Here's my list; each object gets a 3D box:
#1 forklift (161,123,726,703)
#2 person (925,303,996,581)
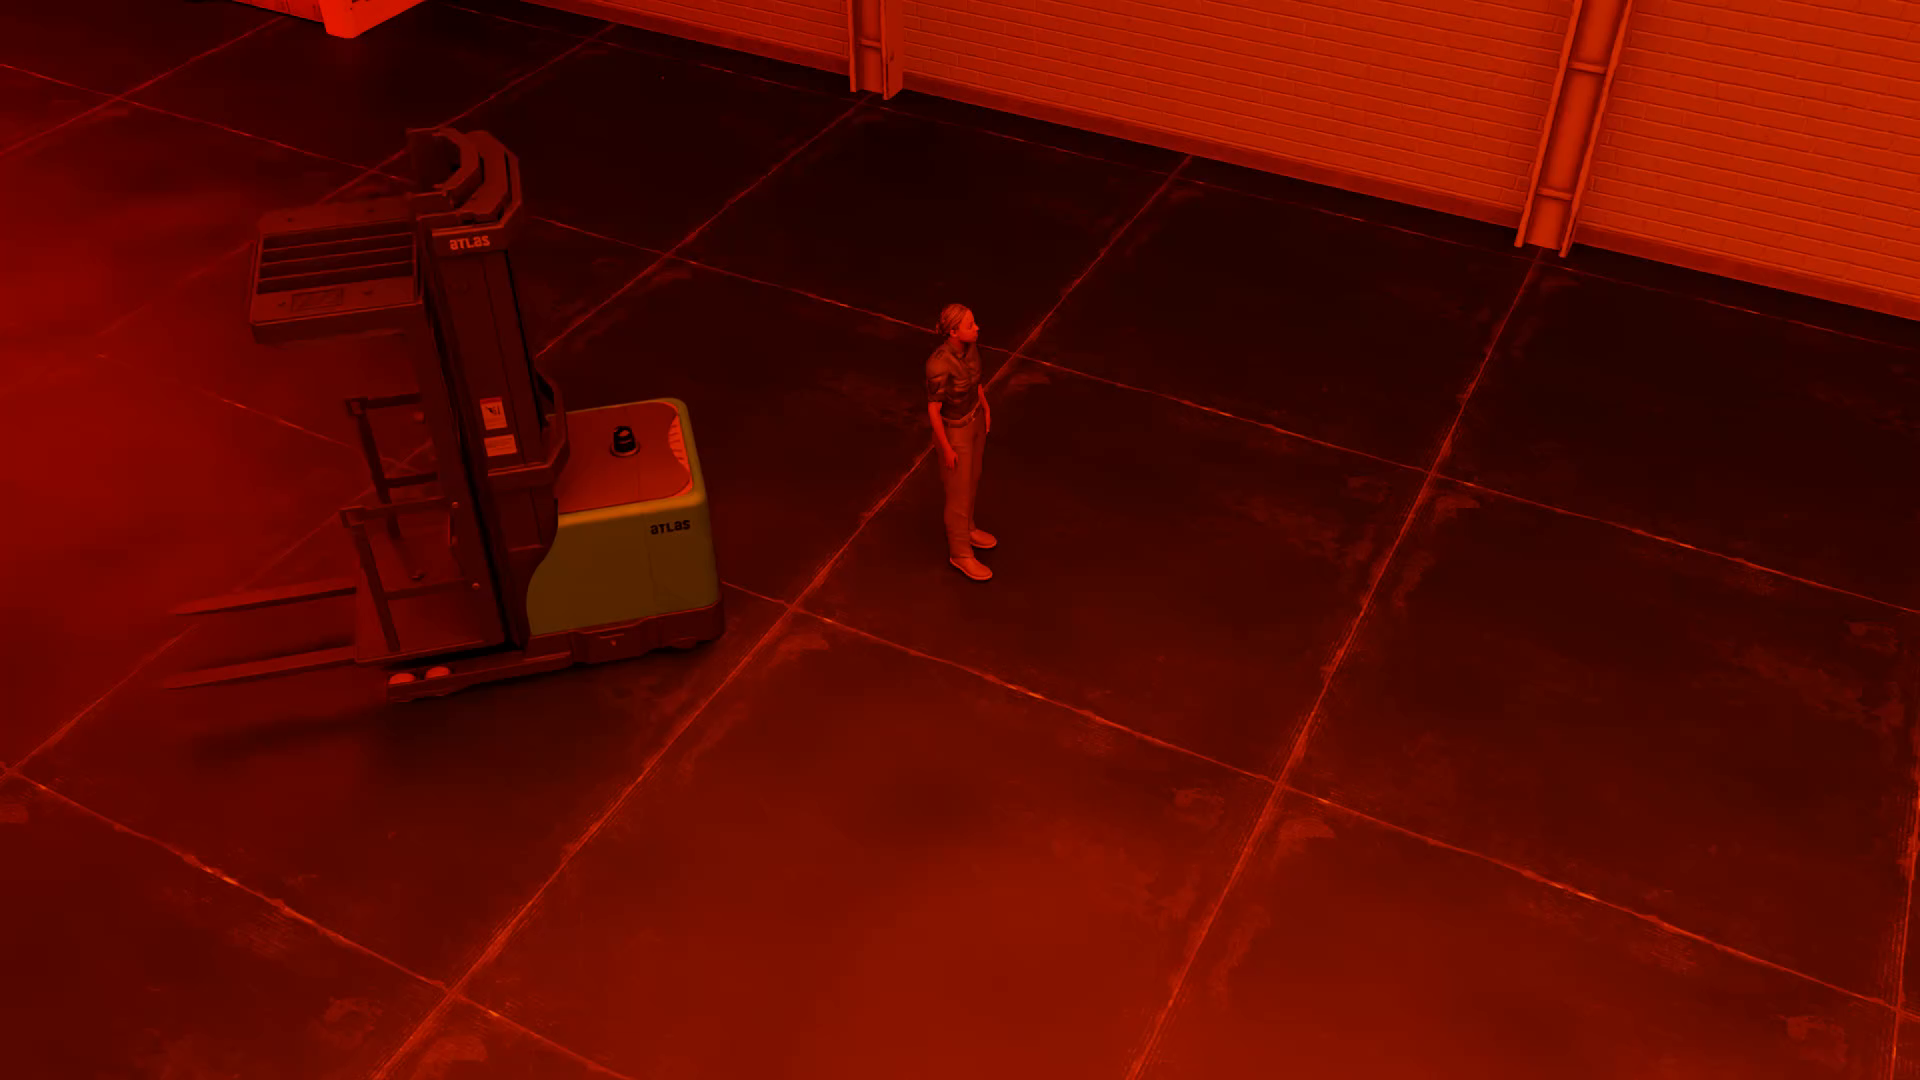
[{"bbox_3d":[-2.923,-0.601,8.700,3.031,2.935,1.130,-9,41,-11],"label":"forklift"},{"bbox_3d":[0.069,-0.601,9.680,0.503,1.656,0.570,18,43,21],"label":"person"}]
